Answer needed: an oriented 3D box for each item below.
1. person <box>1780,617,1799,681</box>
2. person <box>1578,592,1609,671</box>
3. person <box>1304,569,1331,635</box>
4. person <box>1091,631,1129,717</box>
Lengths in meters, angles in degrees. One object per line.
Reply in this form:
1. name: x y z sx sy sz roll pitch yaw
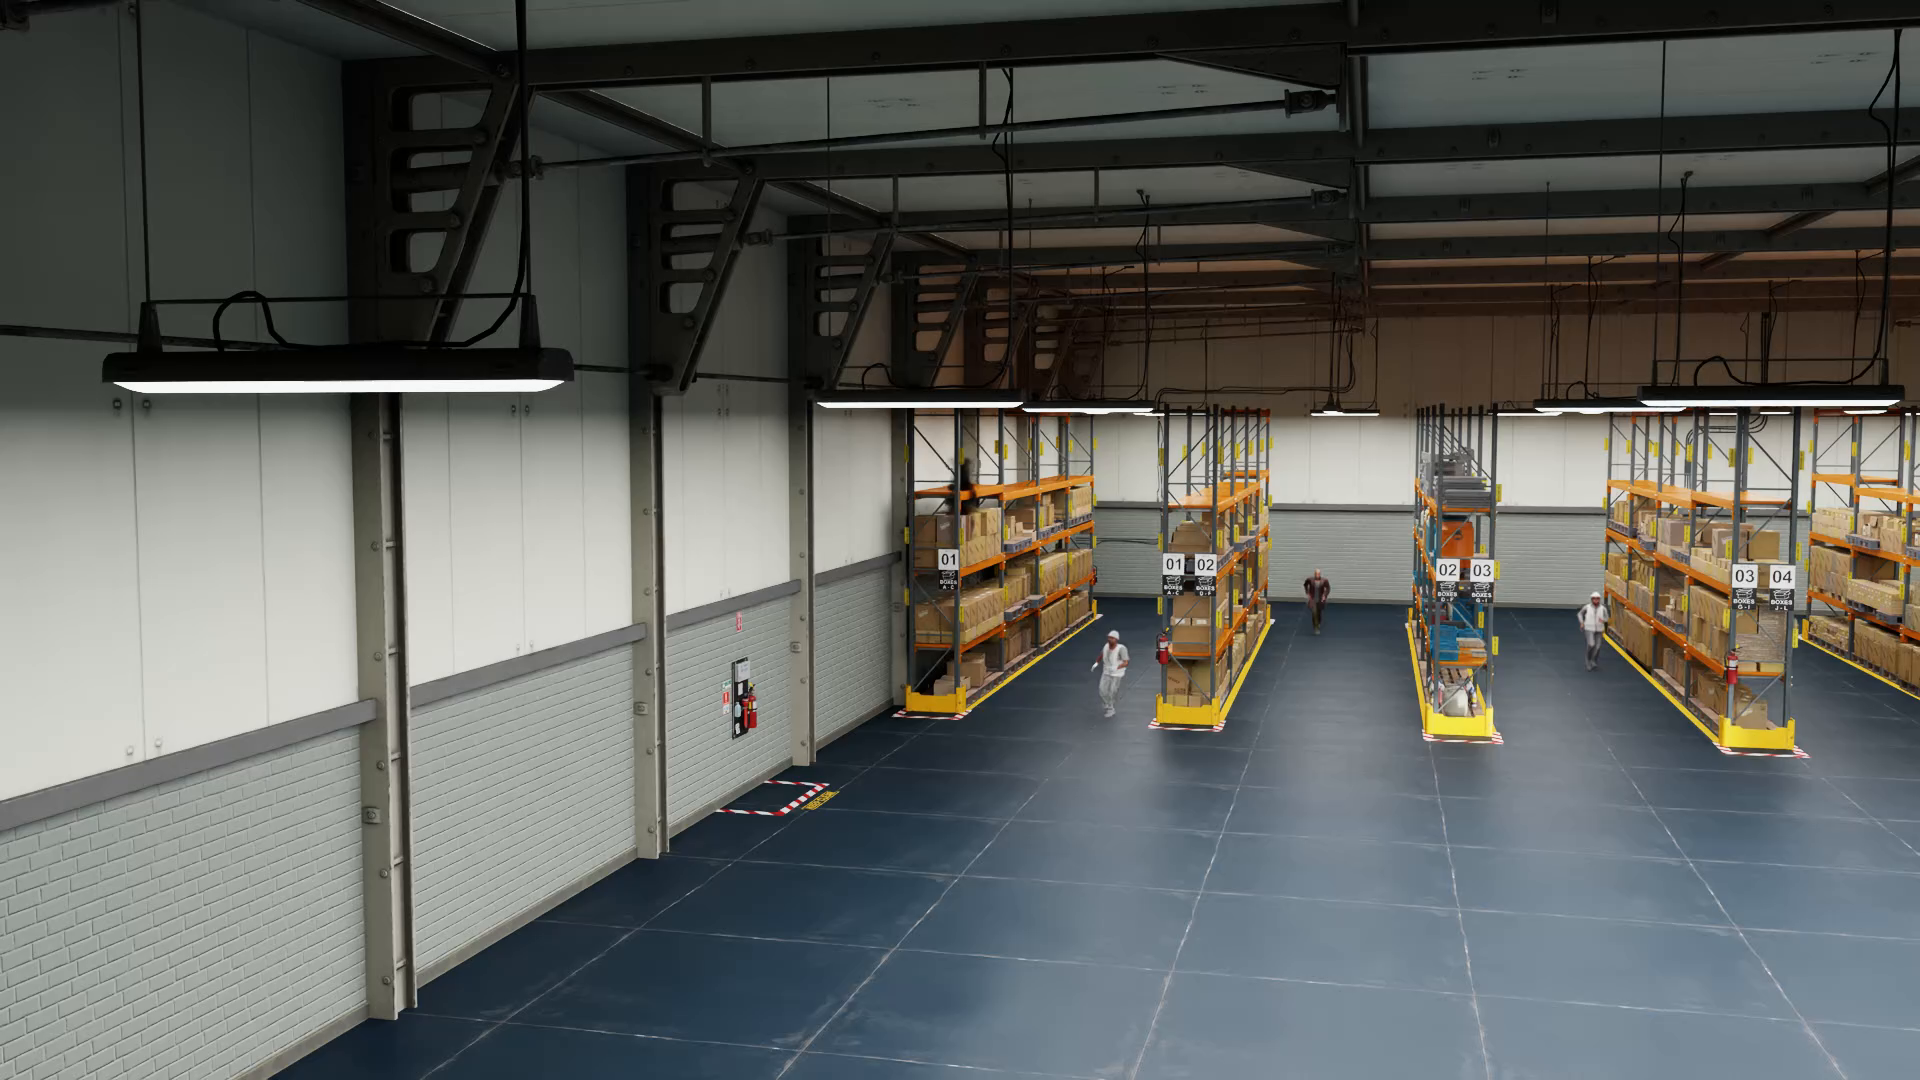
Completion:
1. person: 18.082 2.235 36.454 0.528 1.688 0.685 0 4 4
2. person: 14.463 2.084 37.907 0.616 1.799 0.716 0 4 6
3. person: 9.549 1.624 44.464 0.701 1.737 1.099 1 4 14
4. person: 2.926 2.573 32.028 0.798 1.691 0.603 2 5 28
